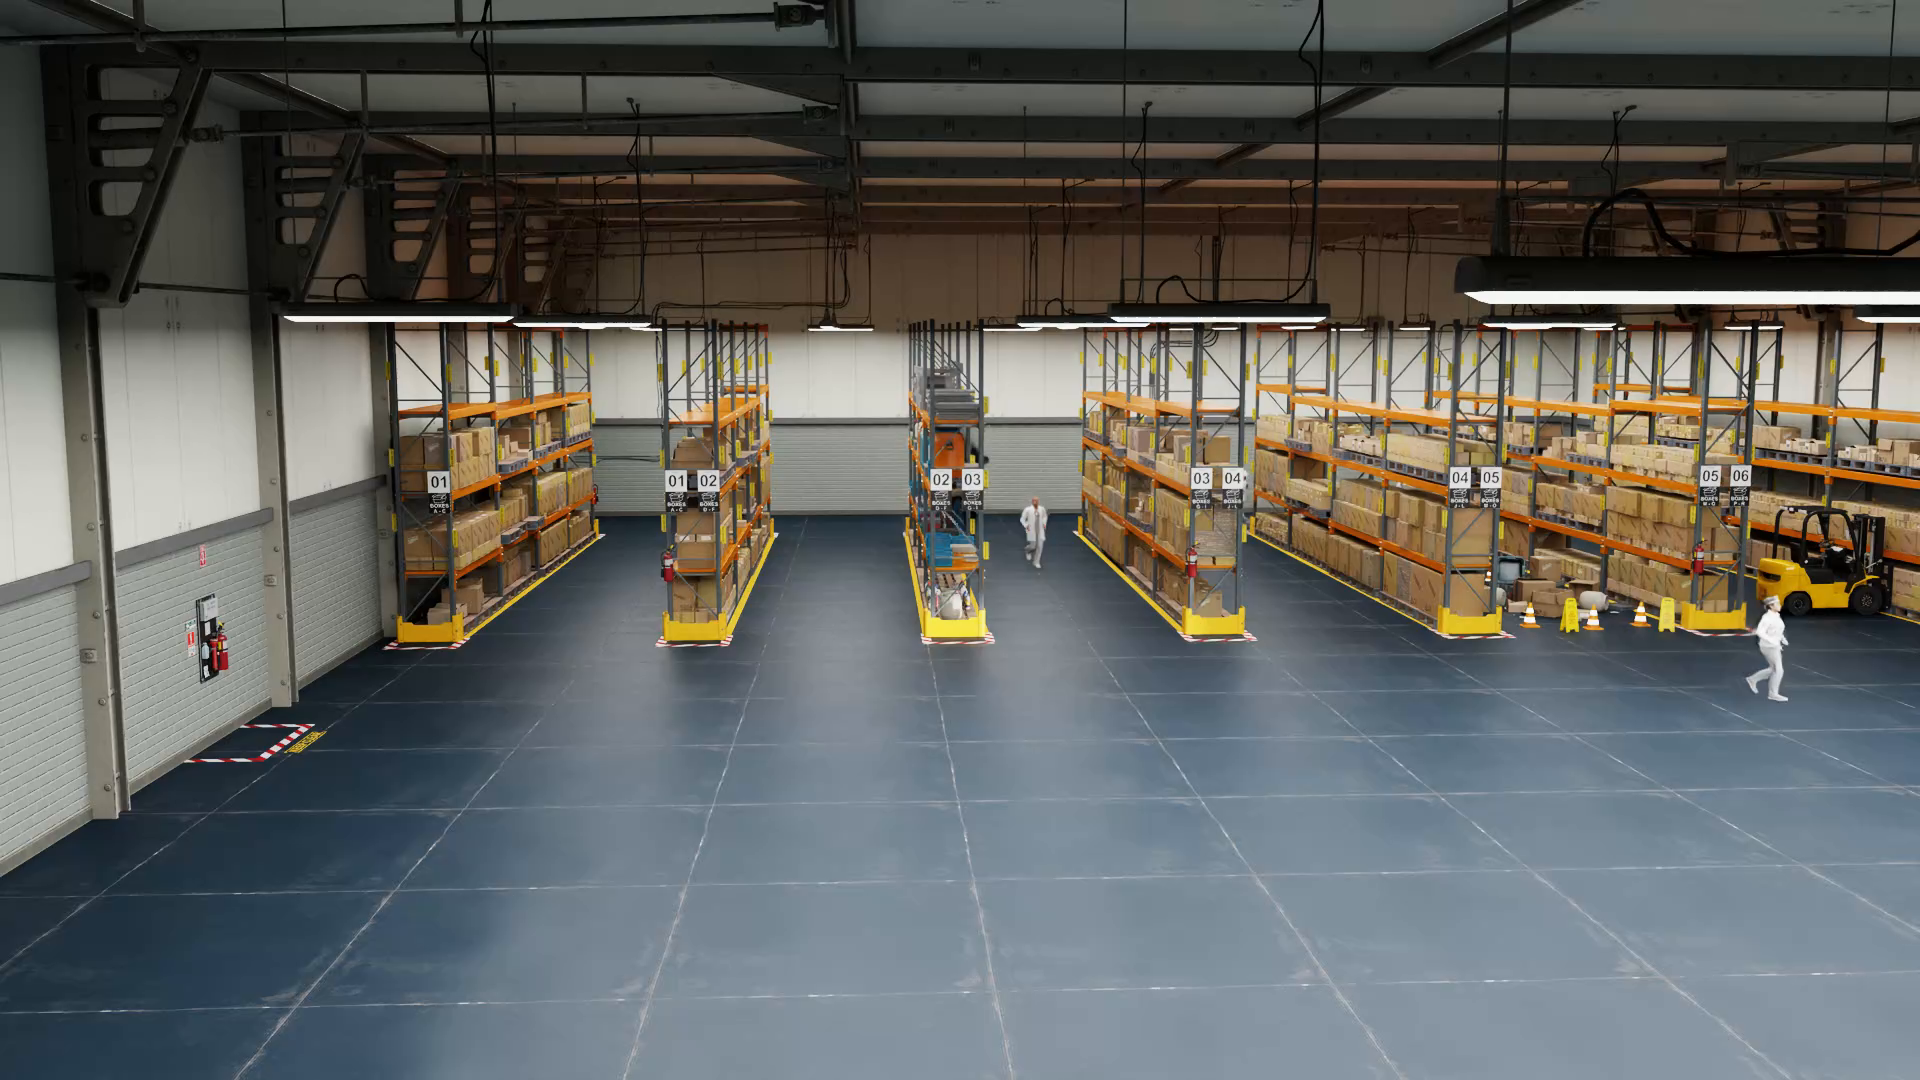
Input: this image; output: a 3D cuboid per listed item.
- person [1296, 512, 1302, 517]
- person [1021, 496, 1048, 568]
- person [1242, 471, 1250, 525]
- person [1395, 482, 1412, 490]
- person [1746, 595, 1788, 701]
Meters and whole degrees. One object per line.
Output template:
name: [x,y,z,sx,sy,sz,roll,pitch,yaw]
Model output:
person: [10.208,-1.228,49.033,0.980,1.768,0.654,-1,7,-6]
person: [1.856,-0.209,41.159,0.710,1.751,0.782,-2,7,-15]
person: [8.185,-1.203,49.174,0.801,1.713,0.774,1,7,11]
person: [13.215,-1.239,49.510,0.797,1.762,0.698,0,7,-2]
person: [12.710,1.678,26.135,0.641,1.664,0.641,6,9,39]
